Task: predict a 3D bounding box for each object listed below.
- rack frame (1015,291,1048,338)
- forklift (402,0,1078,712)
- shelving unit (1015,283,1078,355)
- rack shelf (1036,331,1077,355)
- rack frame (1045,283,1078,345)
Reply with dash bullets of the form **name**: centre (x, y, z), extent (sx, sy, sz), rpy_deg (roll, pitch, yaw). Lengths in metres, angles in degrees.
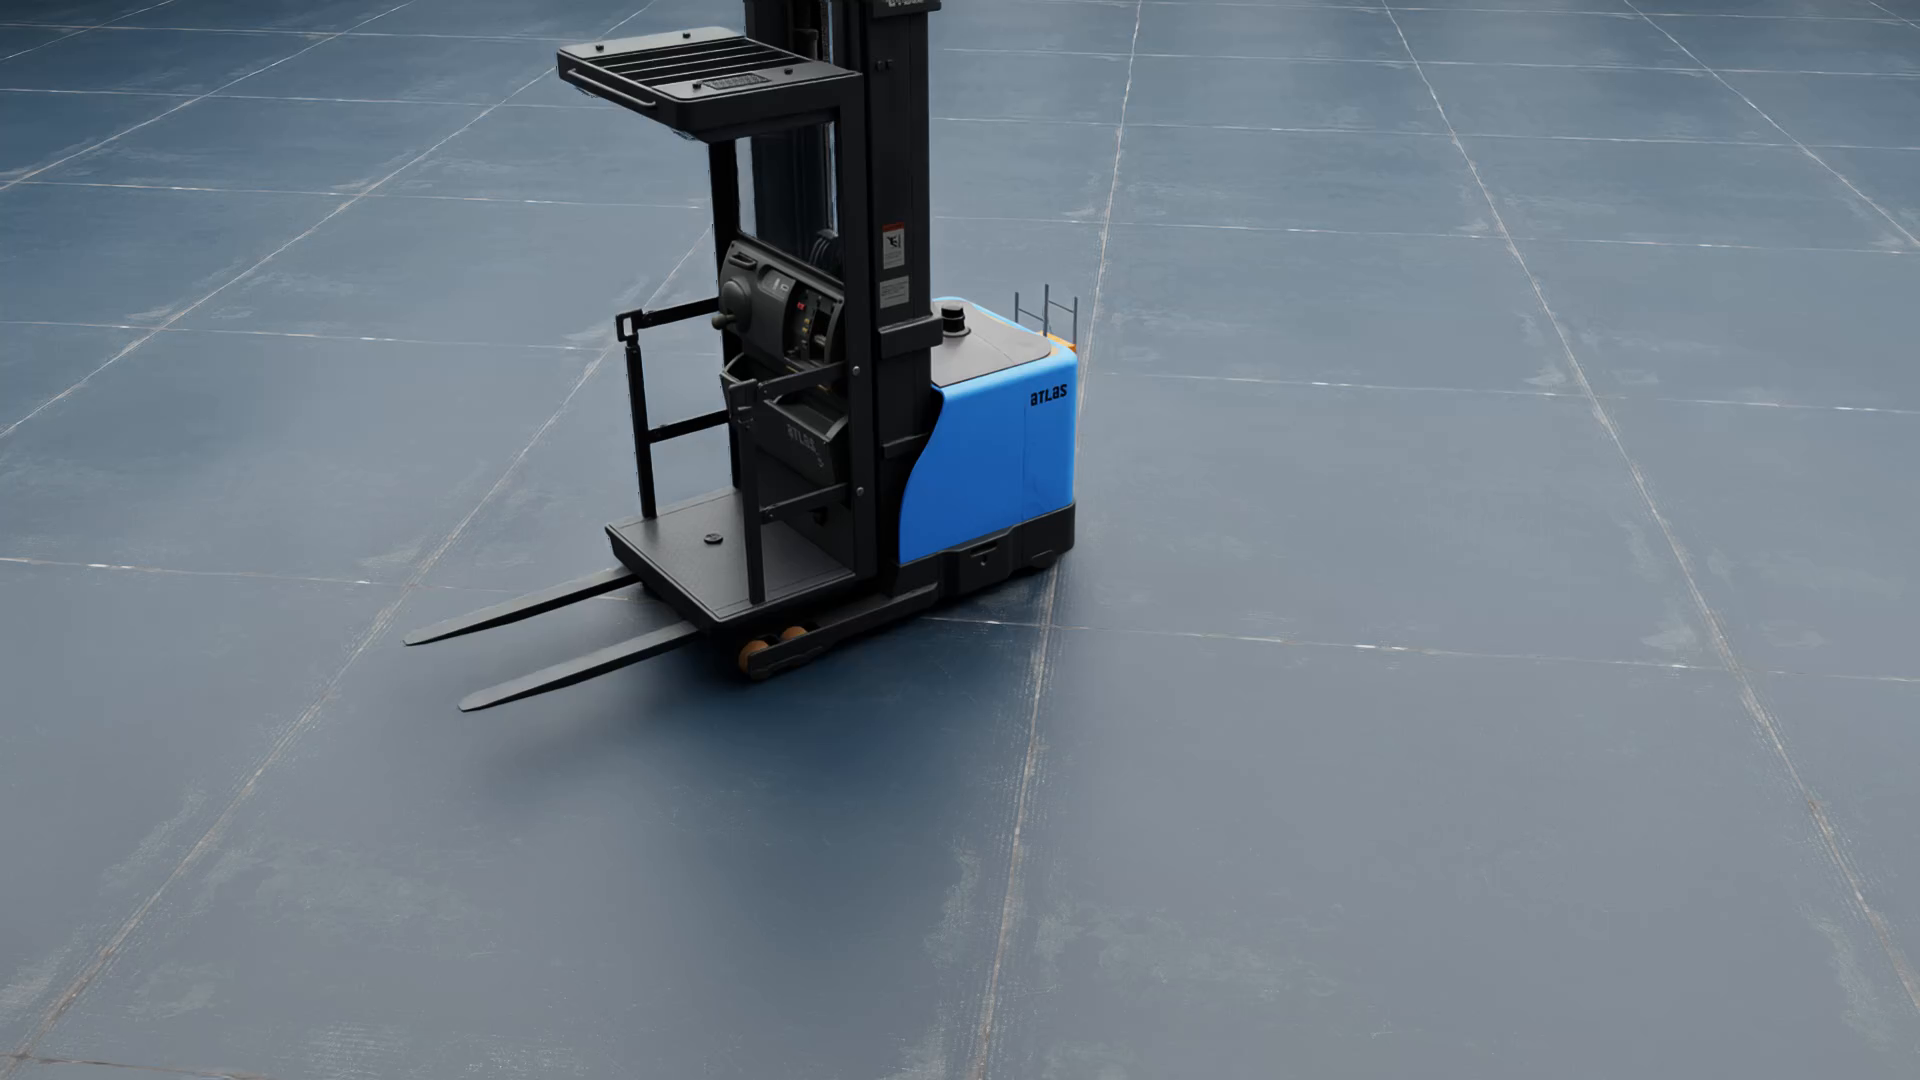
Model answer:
- **rack frame**: centre (0.336, -0.611, 8.119), extent (0.006, 1.200, 0.240), rpy_deg (-19, 34, -31)
- **forklift**: centre (-0.934, -0.974, 6.968), extent (3.031, 2.935, 1.130), rpy_deg (-19, 34, -31)
- **shelving unit**: centre (0.410, -0.637, 8.167), extent (0.189, 1.200, 0.258), rpy_deg (-19, 34, -31)
- **rack shelf**: centre (0.410, -0.914, 8.017), extent (0.180, 0.103, 0.258), rpy_deg (-19, 34, -31)
- **rack frame**: centre (0.483, -0.662, 8.214), extent (0.006, 1.200, 0.240), rpy_deg (-19, 34, -31)
